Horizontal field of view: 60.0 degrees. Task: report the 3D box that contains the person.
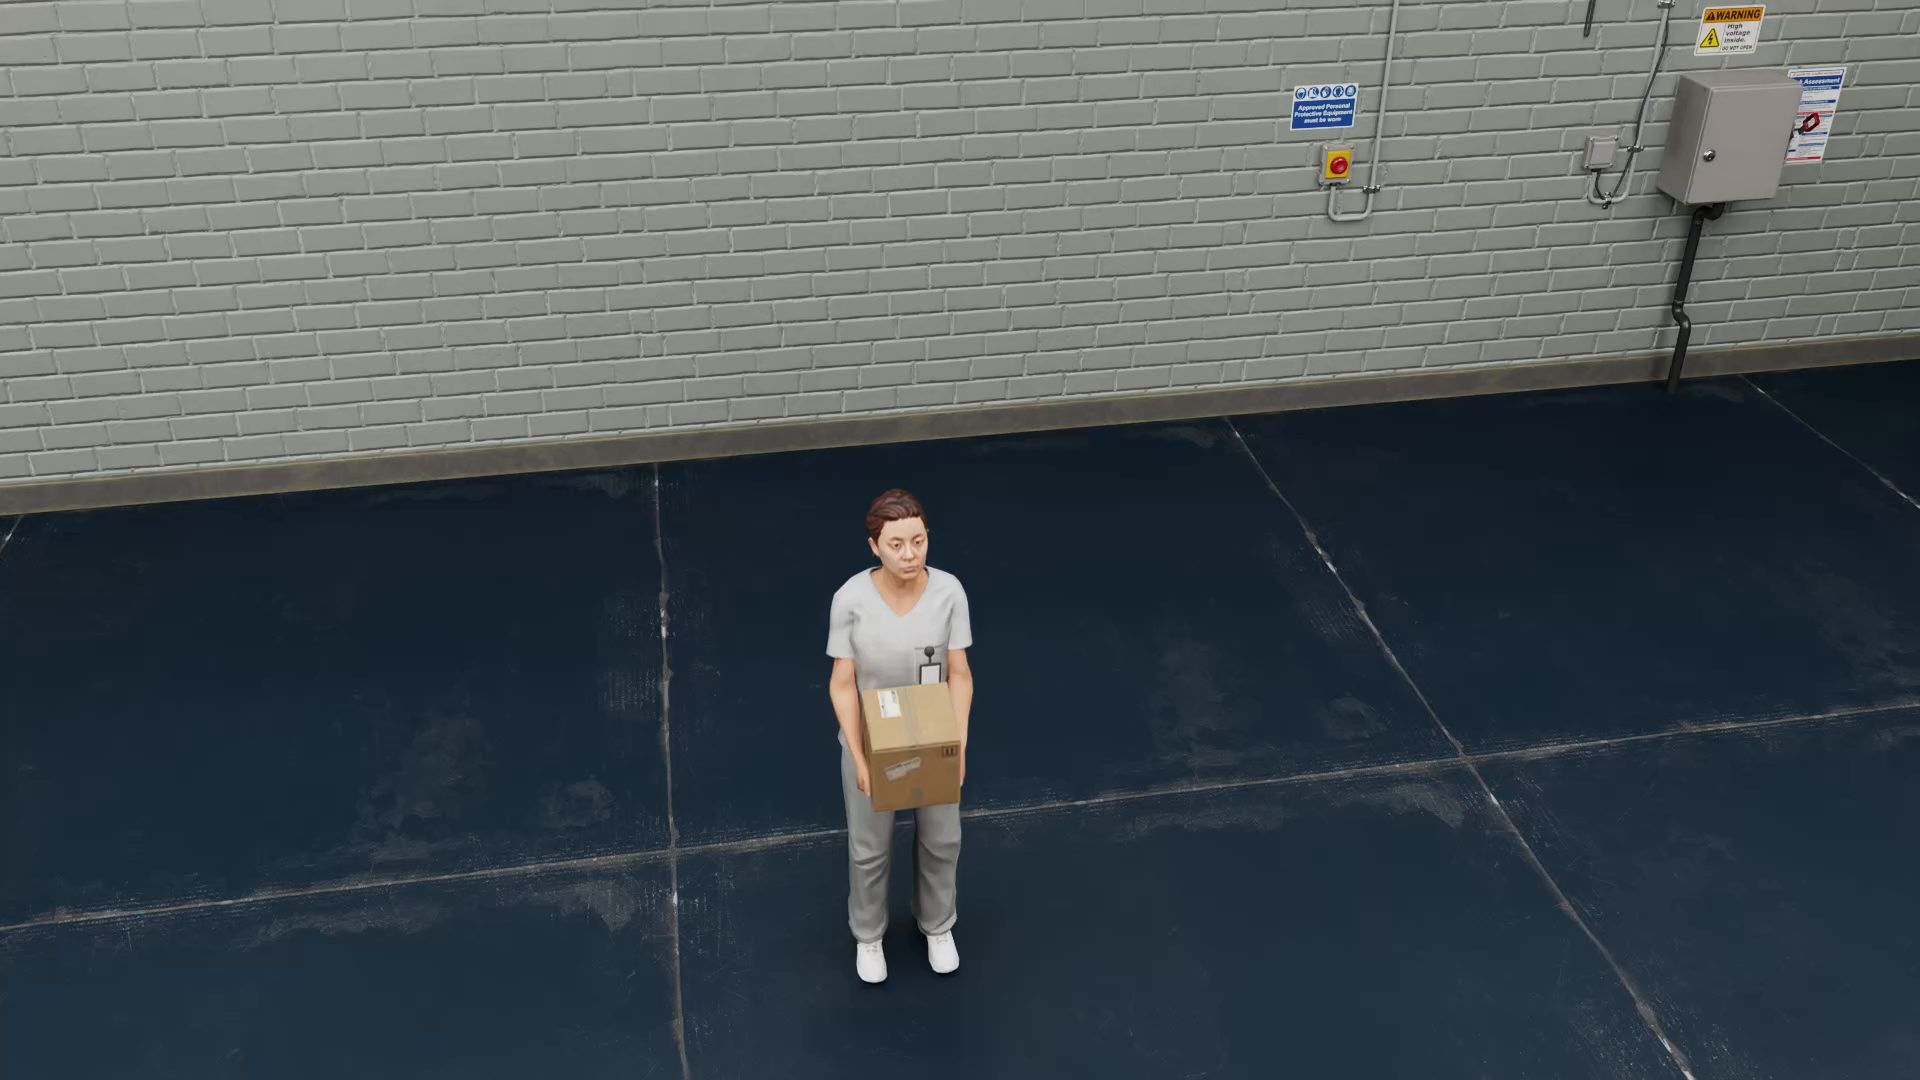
[{"bbox_3d":[-0.168,0.652,5.051,0.437,1.662,0.554,-5,31,-8],"label":"person"}]
